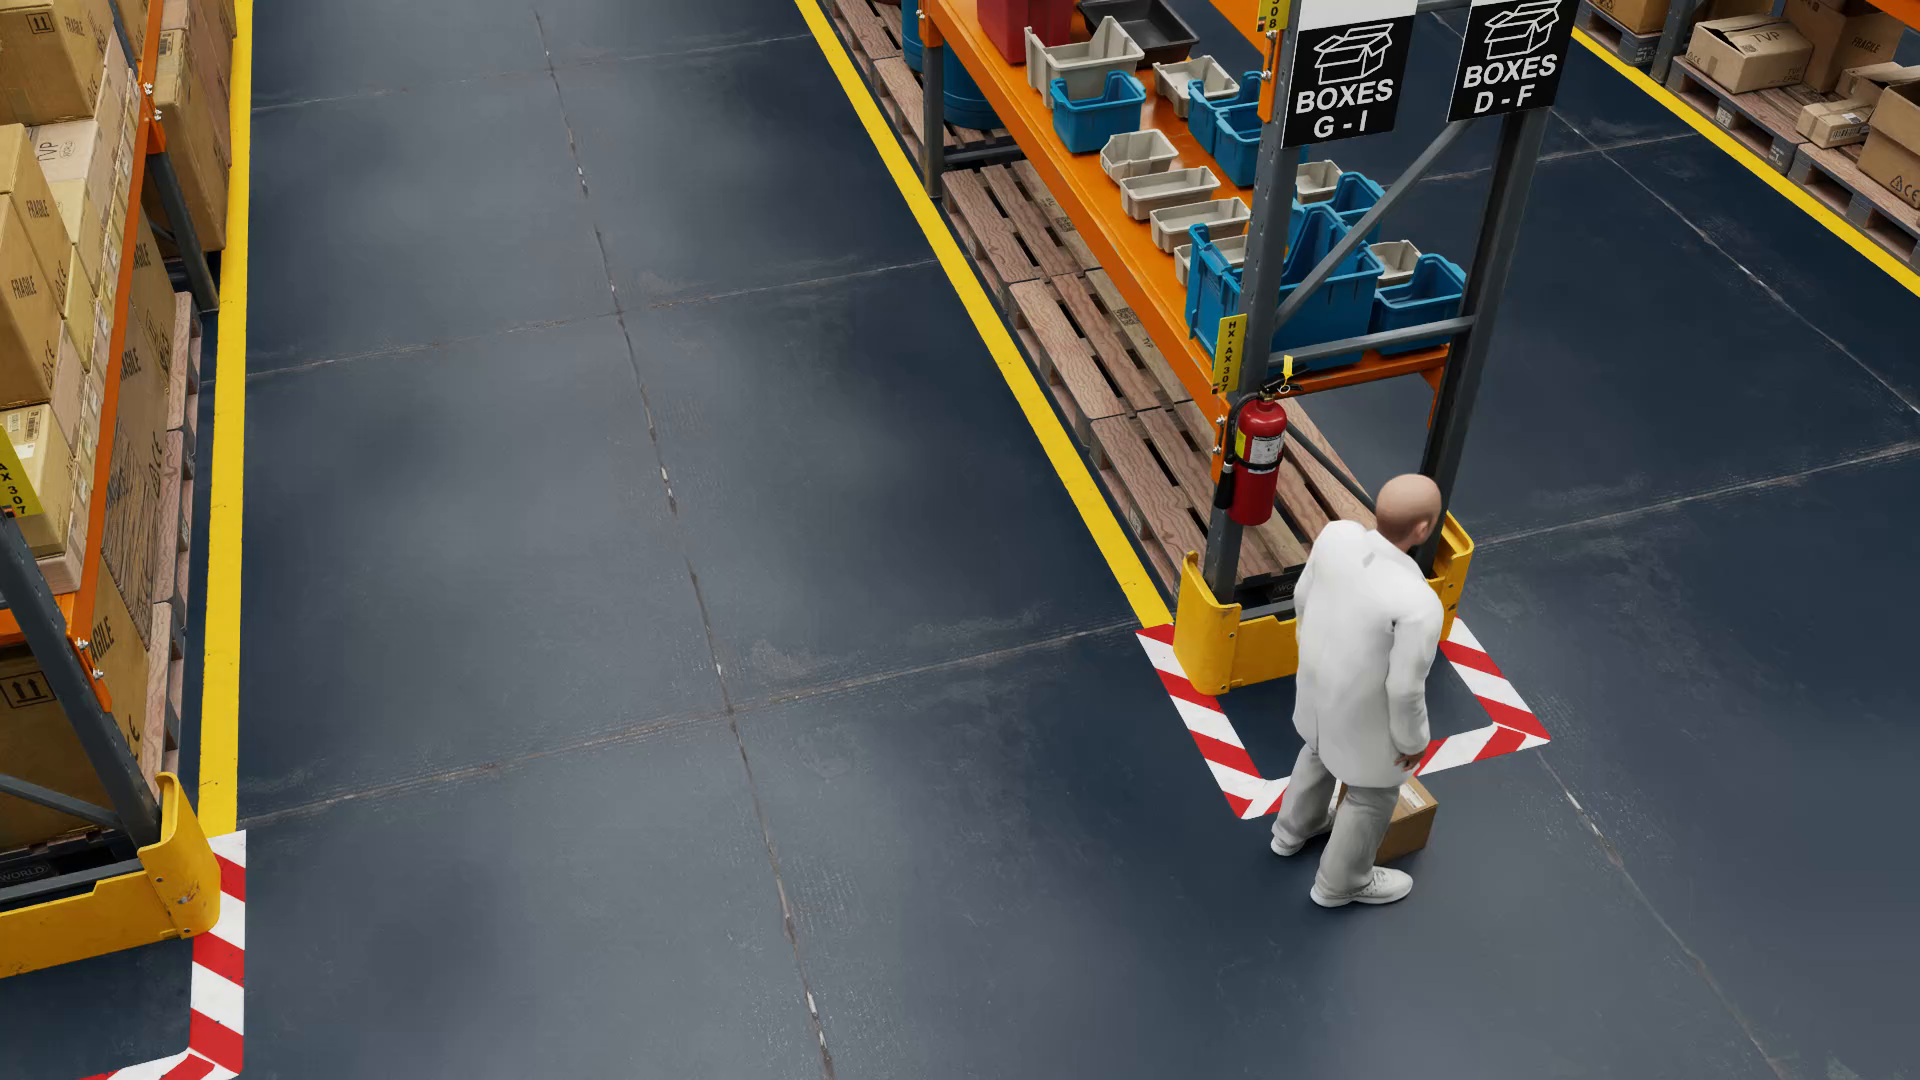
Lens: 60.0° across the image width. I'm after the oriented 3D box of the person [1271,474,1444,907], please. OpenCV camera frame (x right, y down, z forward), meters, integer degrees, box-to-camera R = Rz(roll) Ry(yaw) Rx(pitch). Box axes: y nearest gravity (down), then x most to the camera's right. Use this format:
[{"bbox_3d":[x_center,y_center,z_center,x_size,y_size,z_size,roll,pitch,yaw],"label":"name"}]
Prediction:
[{"bbox_3d":[1.346,0.510,5.600,0.429,1.772,0.644,-18,45,-19],"label":"person"}]
